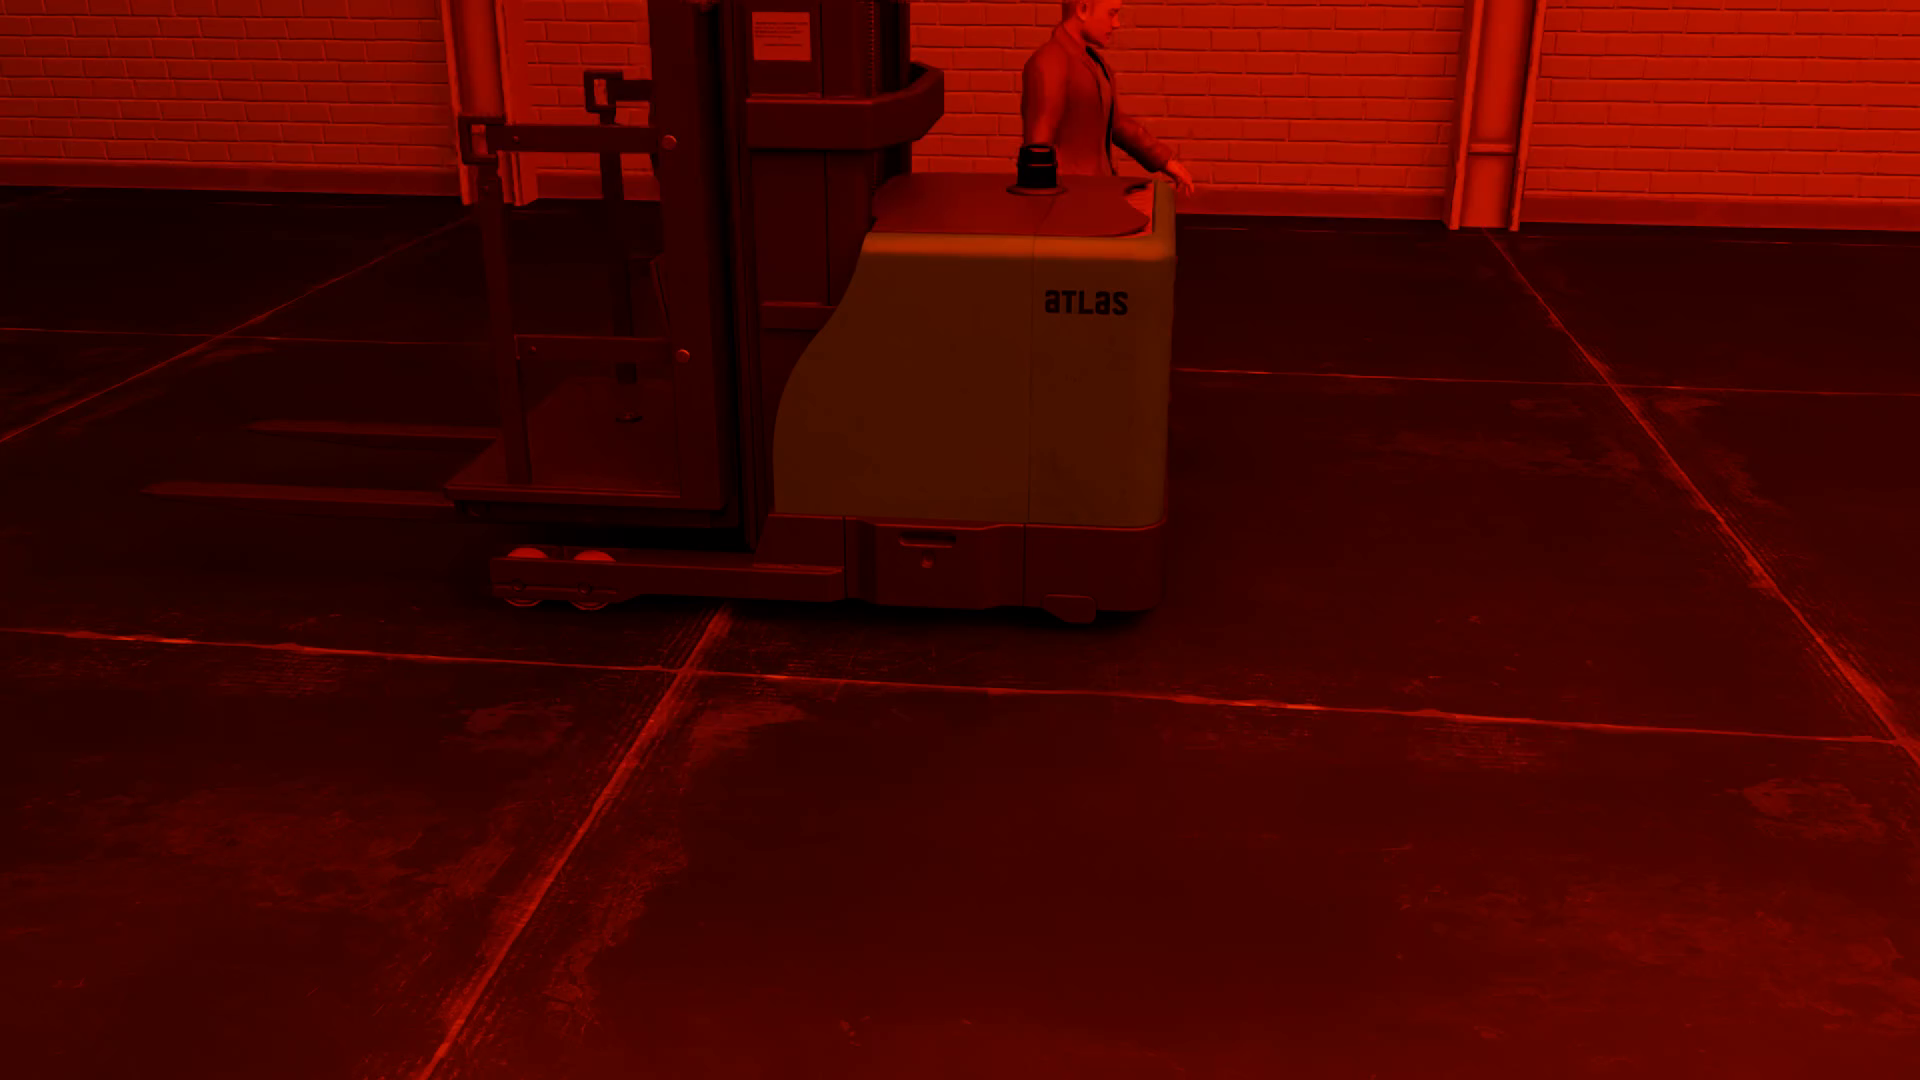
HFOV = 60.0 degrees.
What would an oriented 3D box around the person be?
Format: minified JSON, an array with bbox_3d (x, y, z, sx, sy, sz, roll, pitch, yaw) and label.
[{"bbox_3d":[0.495,-1.250,6.162,0.766,1.640,1.003,8,23,19],"label":"person"}]

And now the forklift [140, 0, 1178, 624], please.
[{"bbox_3d":[-0.895,-1.354,4.615,3.031,2.935,1.130,2,22,6],"label":"forklift"}]
